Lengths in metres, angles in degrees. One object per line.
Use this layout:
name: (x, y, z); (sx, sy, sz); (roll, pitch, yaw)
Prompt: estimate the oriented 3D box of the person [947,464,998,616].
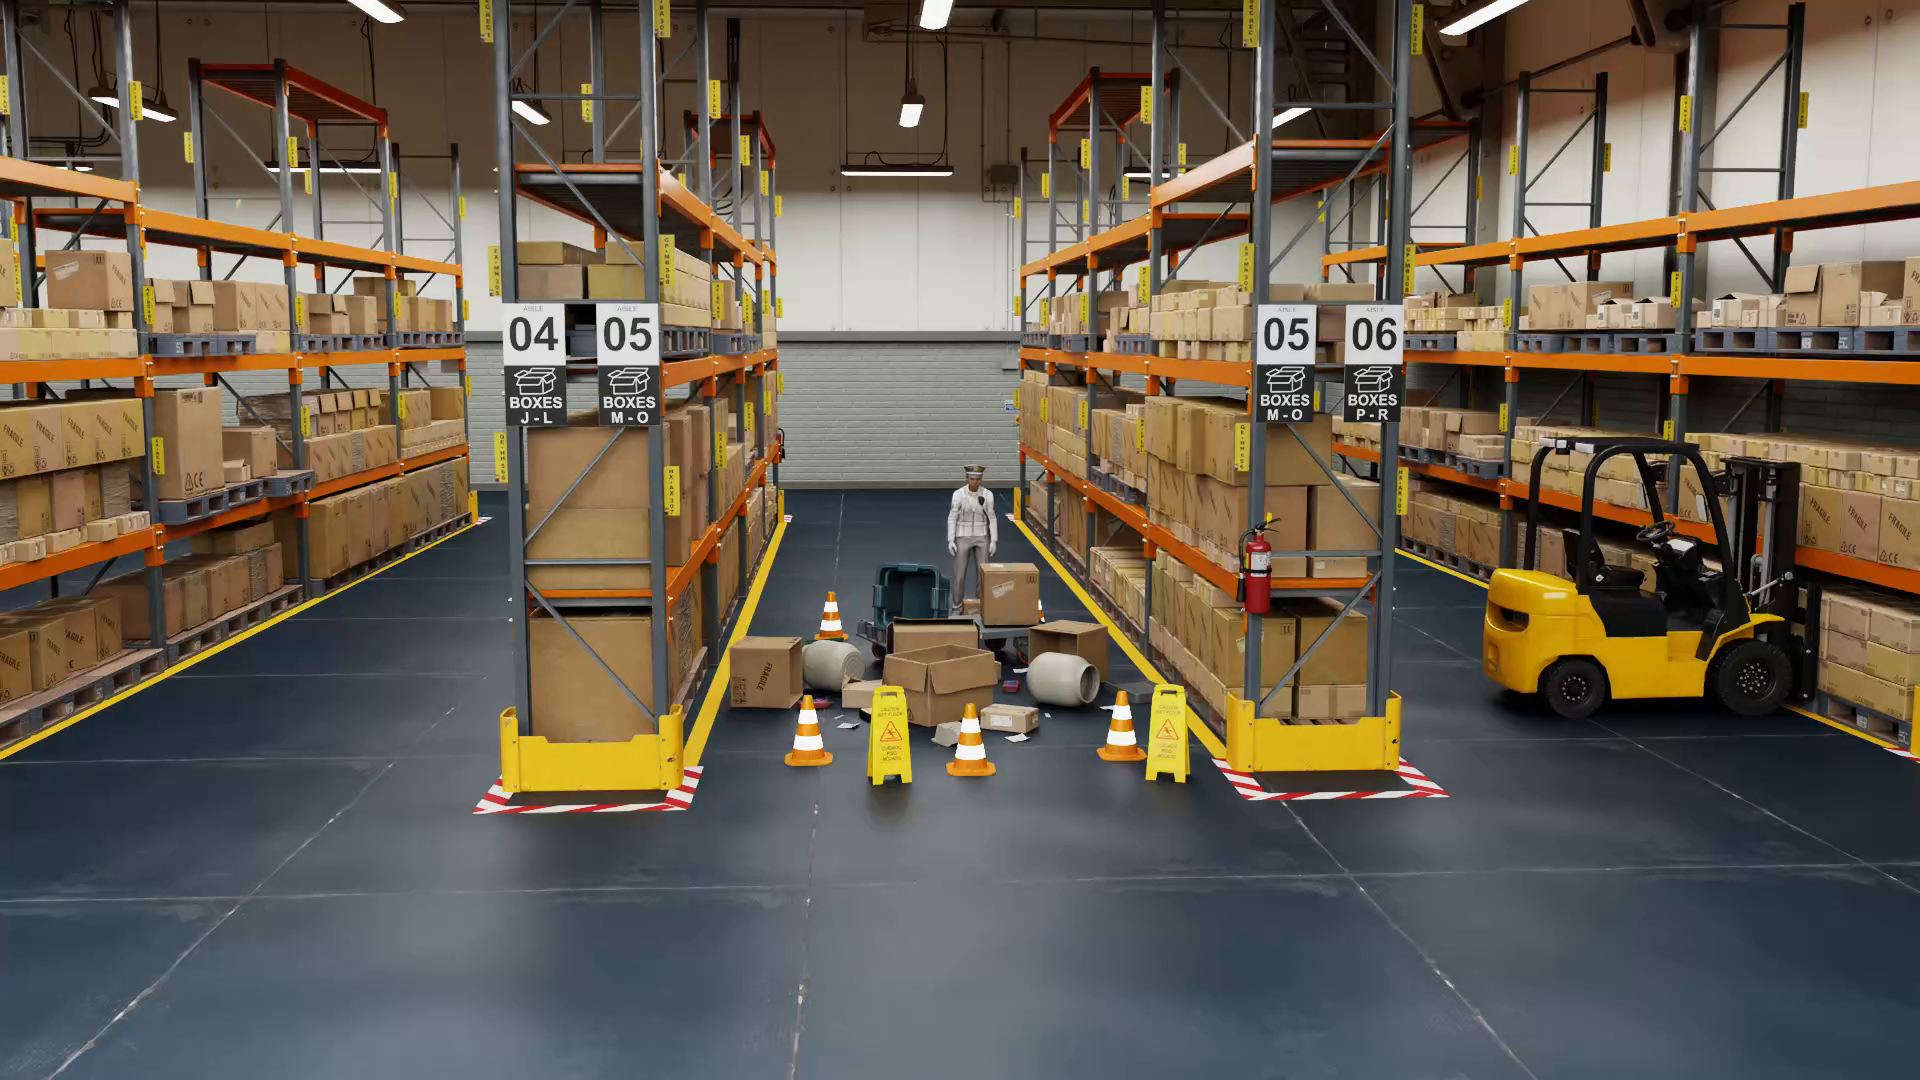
person: (0.131, 0.029, 17.500); (0.529, 1.664, 0.371); (0, 7, -3)
